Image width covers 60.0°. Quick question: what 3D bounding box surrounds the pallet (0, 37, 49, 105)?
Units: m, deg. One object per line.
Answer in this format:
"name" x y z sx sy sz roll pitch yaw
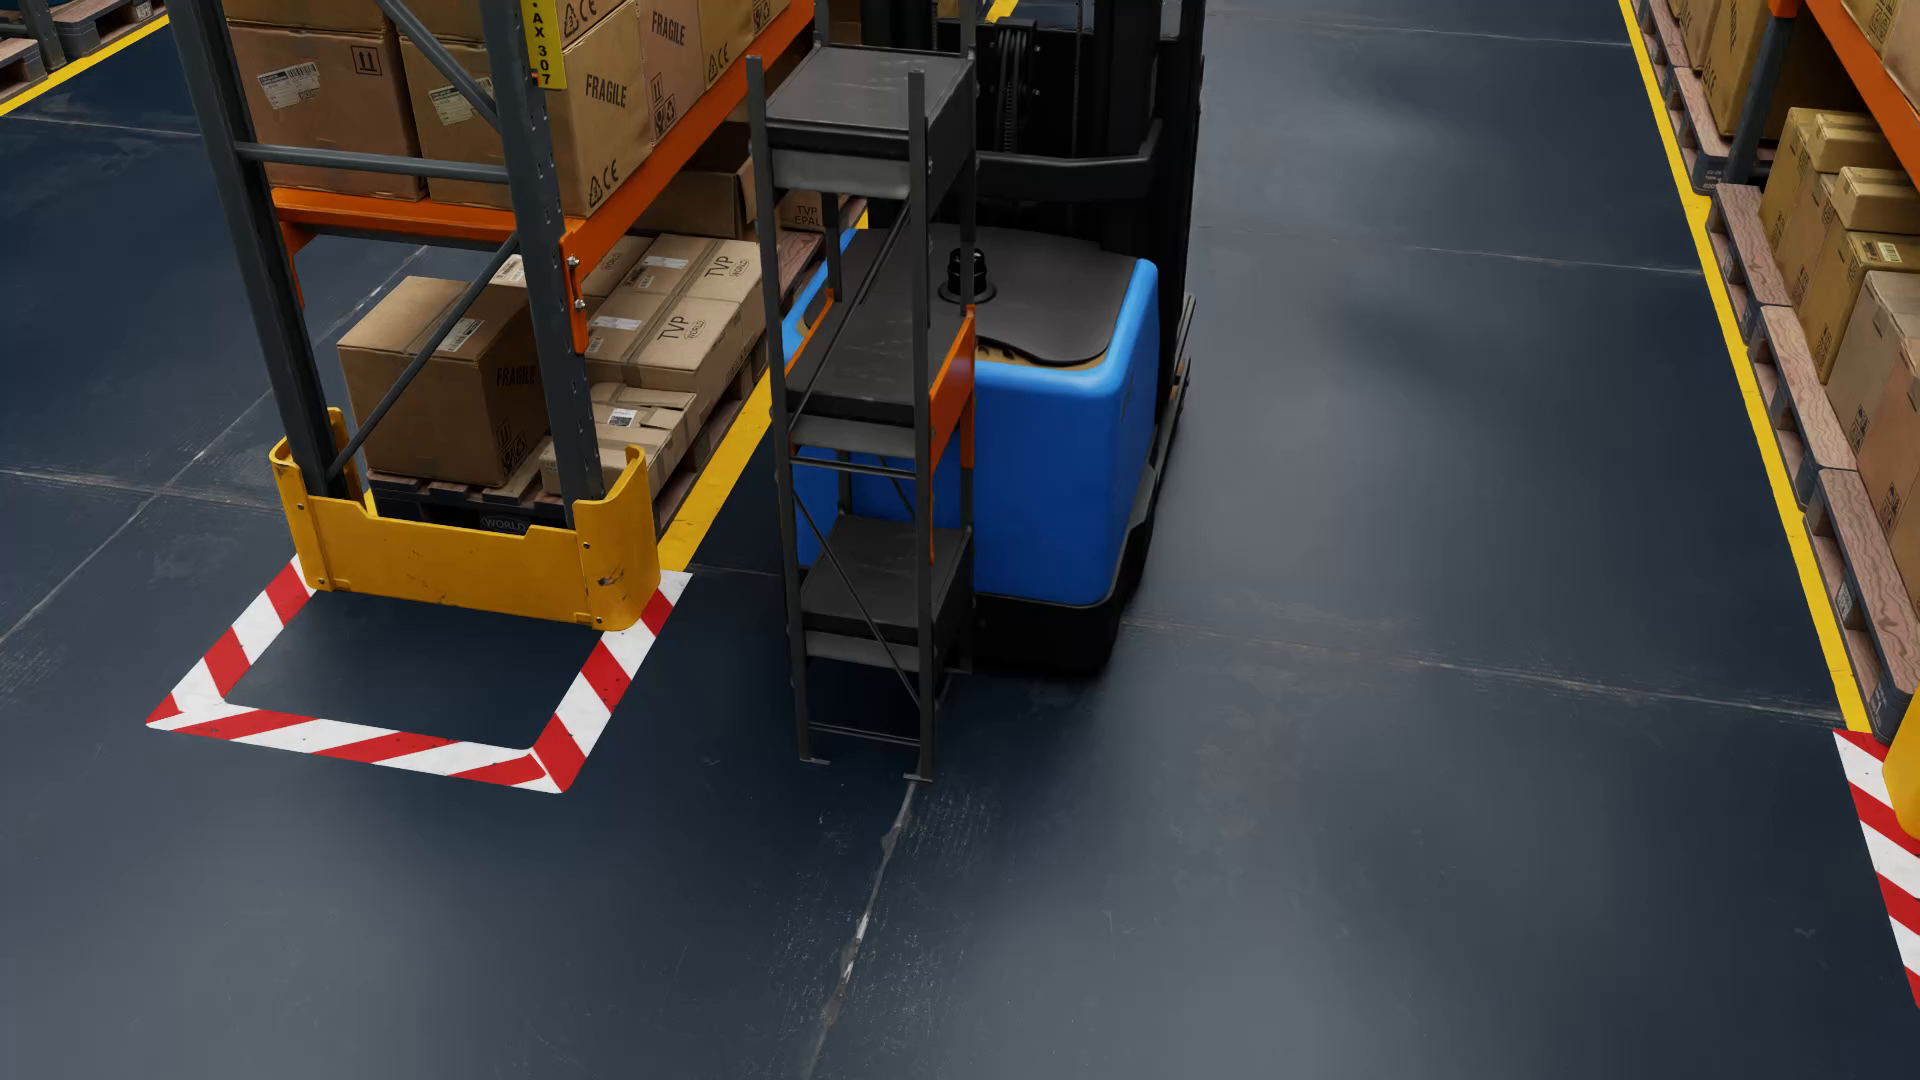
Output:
"pallet" -5.715 -2.401 8.883 1.003 0.211 1.213 7 37 10

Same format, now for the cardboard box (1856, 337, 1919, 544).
"cardboard box" 3.387 -0.280 5.353 0.700 0.500 0.500 7 37 10

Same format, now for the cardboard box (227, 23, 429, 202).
"cardboard box" -1.782 -1.372 5.002 0.500 0.500 0.500 8 37 11

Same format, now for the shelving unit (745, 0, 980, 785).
"shelving unit" -0.215 -0.318 4.399 0.431 2.100 0.503 8 37 11

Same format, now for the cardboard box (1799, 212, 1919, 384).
"cardboard box" 3.600 -0.876 6.174 0.700 0.500 0.500 8 37 11

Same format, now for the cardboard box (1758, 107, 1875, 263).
"cardboard box" 3.822 -1.457 6.977 0.700 0.500 0.500 8 37 11

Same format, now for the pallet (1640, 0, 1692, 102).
"pallet" 4.432 -2.739 9.350 1.003 0.211 1.213 7 37 10

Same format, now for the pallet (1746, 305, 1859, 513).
"pallet" 3.585 -0.458 6.202 1.003 0.211 1.213 7 37 10

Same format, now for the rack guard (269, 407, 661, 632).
"rack guard" -1.596 -0.072 5.423 1.175 0.500 0.348 7 37 10

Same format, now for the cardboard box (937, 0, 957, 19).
"cardboard box" -0.313 -3.054 9.163 0.500 0.500 0.500 8 37 11

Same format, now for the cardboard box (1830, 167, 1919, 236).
"cardboard box" 3.460 -1.247 6.134 0.380 0.149 0.250 6 36 9

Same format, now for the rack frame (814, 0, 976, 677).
"rack frame" -0.158 -0.457 4.591 0.400 2.100 0.015 8 37 11

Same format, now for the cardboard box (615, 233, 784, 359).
"cardboard box" -1.005 -0.955 6.480 0.500 0.250 0.500 7 37 10

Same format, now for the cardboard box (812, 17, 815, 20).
"cardboard box" -0.932 -2.819 8.838 0.500 0.500 0.500 7 37 10

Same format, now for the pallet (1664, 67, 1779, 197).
"pallet" 4.174 -2.038 8.382 1.003 0.211 1.213 7 37 10

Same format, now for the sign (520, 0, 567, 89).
"sign" -1.082 -1.323 4.282 0.100 0.325 0.005 7 37 10

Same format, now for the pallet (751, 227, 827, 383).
"pallet" -1.164 -1.110 7.101 1.003 0.211 1.213 7 37 10

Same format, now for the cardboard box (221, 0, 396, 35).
"cardboard box" -1.786 -1.776 4.707 0.500 0.500 0.500 7 37 10

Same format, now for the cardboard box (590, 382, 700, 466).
"cardboard box" -1.134 -0.412 5.802 0.380 0.166 0.250 7 37 10

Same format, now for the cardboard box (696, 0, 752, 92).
"cardboard box" -1.045 -1.886 5.711 0.500 0.500 0.500 7 37 10

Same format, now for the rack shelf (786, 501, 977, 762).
"rack shelf" -0.215 0.260 4.818 0.431 0.518 0.480 8 37 11

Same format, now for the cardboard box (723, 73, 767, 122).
"cardboard box" -1.059 -2.210 8.159 0.500 0.311 0.500 7 37 10

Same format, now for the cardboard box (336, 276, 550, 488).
"cardboard box" -1.737 -0.549 5.707 0.500 0.500 0.500 7 37 10

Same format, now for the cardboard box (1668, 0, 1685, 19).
"cardboard box" 4.458 -3.401 9.361 0.750 0.750 0.750 7 37 10

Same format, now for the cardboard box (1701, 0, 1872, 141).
"cardboard box" 4.094 -2.404 7.984 0.750 0.750 0.750 8 37 11

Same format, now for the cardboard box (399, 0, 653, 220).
"cardboard box" -1.260 -1.302 4.906 0.500 0.500 0.500 8 37 11

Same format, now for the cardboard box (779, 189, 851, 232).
"cardboard box" -0.763 -1.631 7.361 0.500 0.311 0.500 7 37 10

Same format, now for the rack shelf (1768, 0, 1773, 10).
"rack shelf" 4.510 -3.570 8.733 1.077 0.370 4.000 7 37 10

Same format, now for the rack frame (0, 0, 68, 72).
"rack frame" -5.596 -3.957 8.653 1.000 3.000 0.127 7 37 10

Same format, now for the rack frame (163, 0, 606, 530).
"rack frame" -1.612 -1.041 4.630 1.000 3.000 0.127 7 37 10

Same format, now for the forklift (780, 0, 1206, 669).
"forklift" 0.280 -1.655 5.536 1.130 2.935 3.031 8 37 11

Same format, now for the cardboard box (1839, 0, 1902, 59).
"cardboard box" 3.789 -2.110 5.849 0.980 0.700 0.700 6 36 9
